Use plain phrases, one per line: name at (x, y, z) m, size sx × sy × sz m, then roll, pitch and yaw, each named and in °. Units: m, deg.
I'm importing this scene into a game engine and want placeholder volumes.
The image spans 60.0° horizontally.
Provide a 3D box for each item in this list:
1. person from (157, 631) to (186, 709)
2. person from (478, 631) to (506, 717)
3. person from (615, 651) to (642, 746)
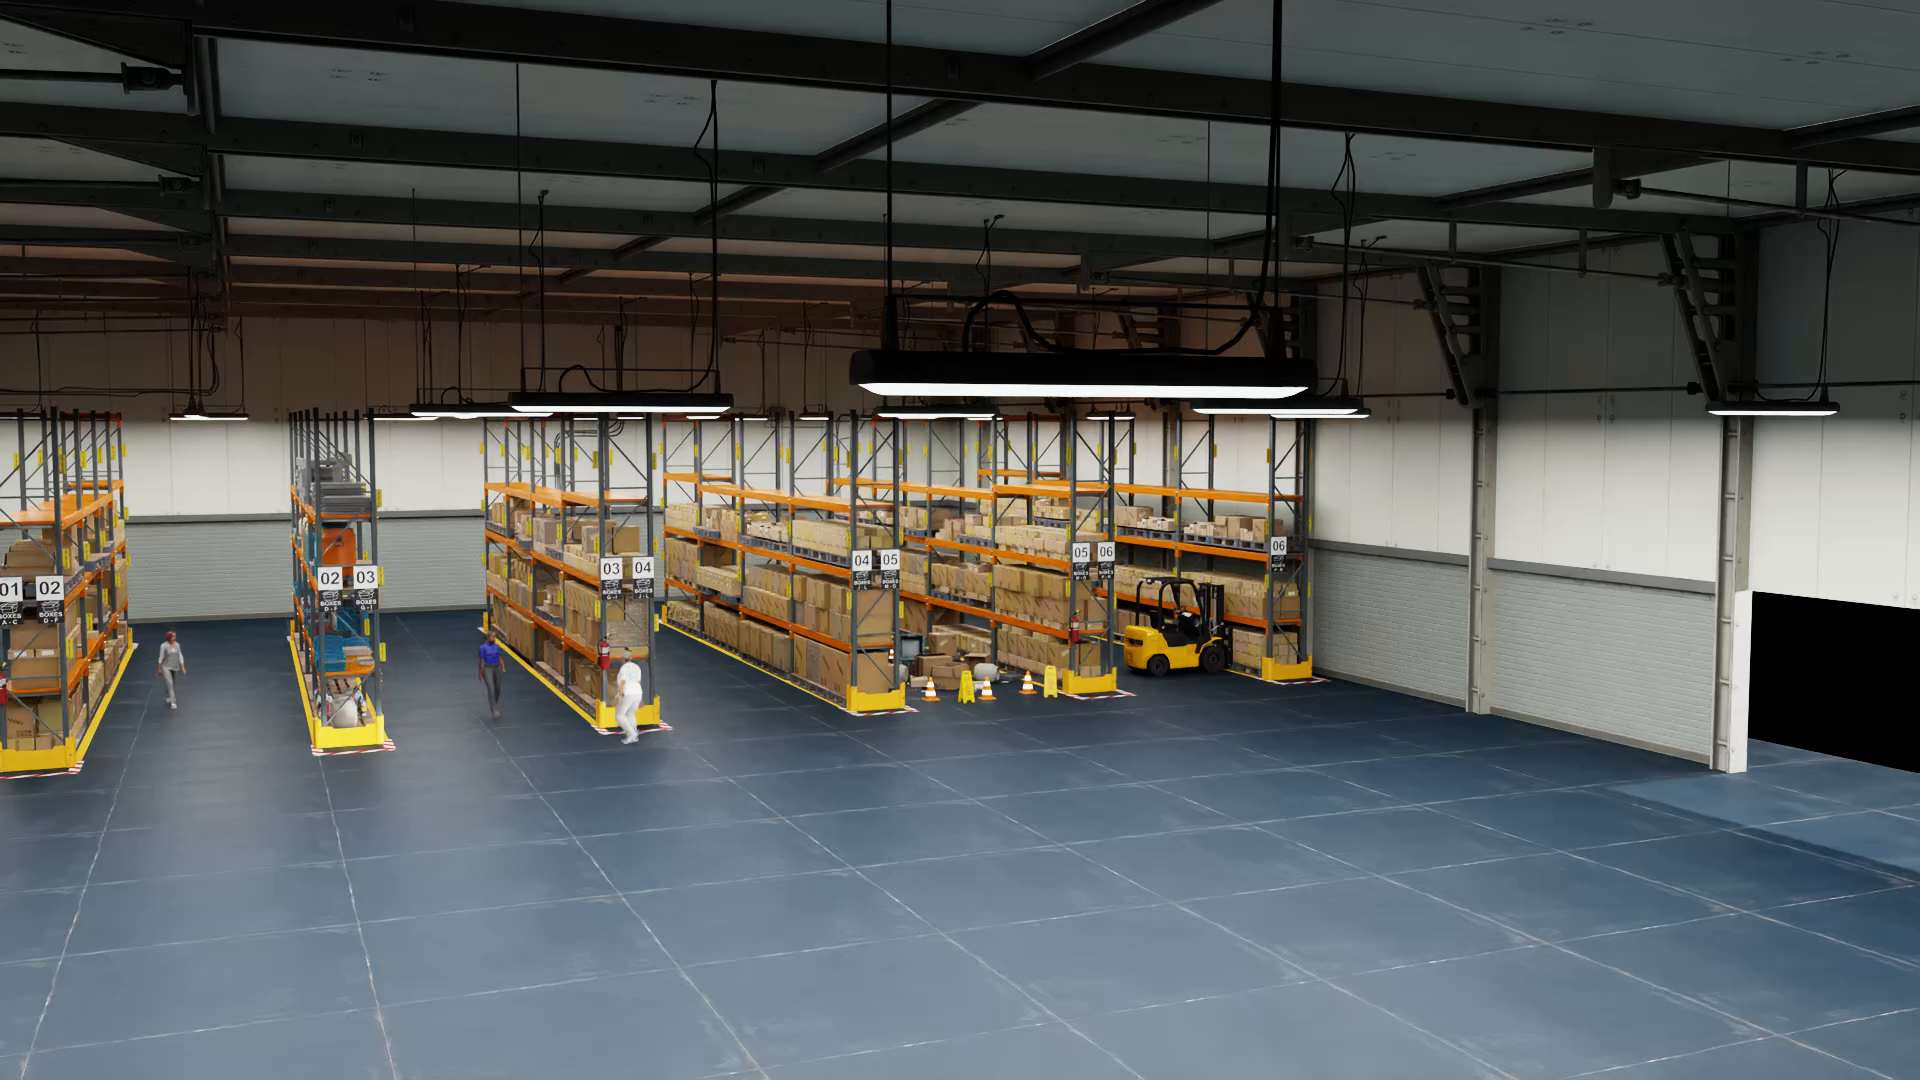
person at (-15.901, 2.590, 33.515) m, size 0.487 × 1.531 × 1.006 m, roll -4°, pitch 5°, yaw -42°
person at (-9.159, 2.625, 32.776) m, size 0.719 × 1.648 × 0.473 m, roll 3°, pitch 5°, yaw 40°
person at (-5.923, 2.822, 29.820) m, size 0.541 × 1.649 × 0.581 m, roll 2°, pitch 5°, yaw 29°
